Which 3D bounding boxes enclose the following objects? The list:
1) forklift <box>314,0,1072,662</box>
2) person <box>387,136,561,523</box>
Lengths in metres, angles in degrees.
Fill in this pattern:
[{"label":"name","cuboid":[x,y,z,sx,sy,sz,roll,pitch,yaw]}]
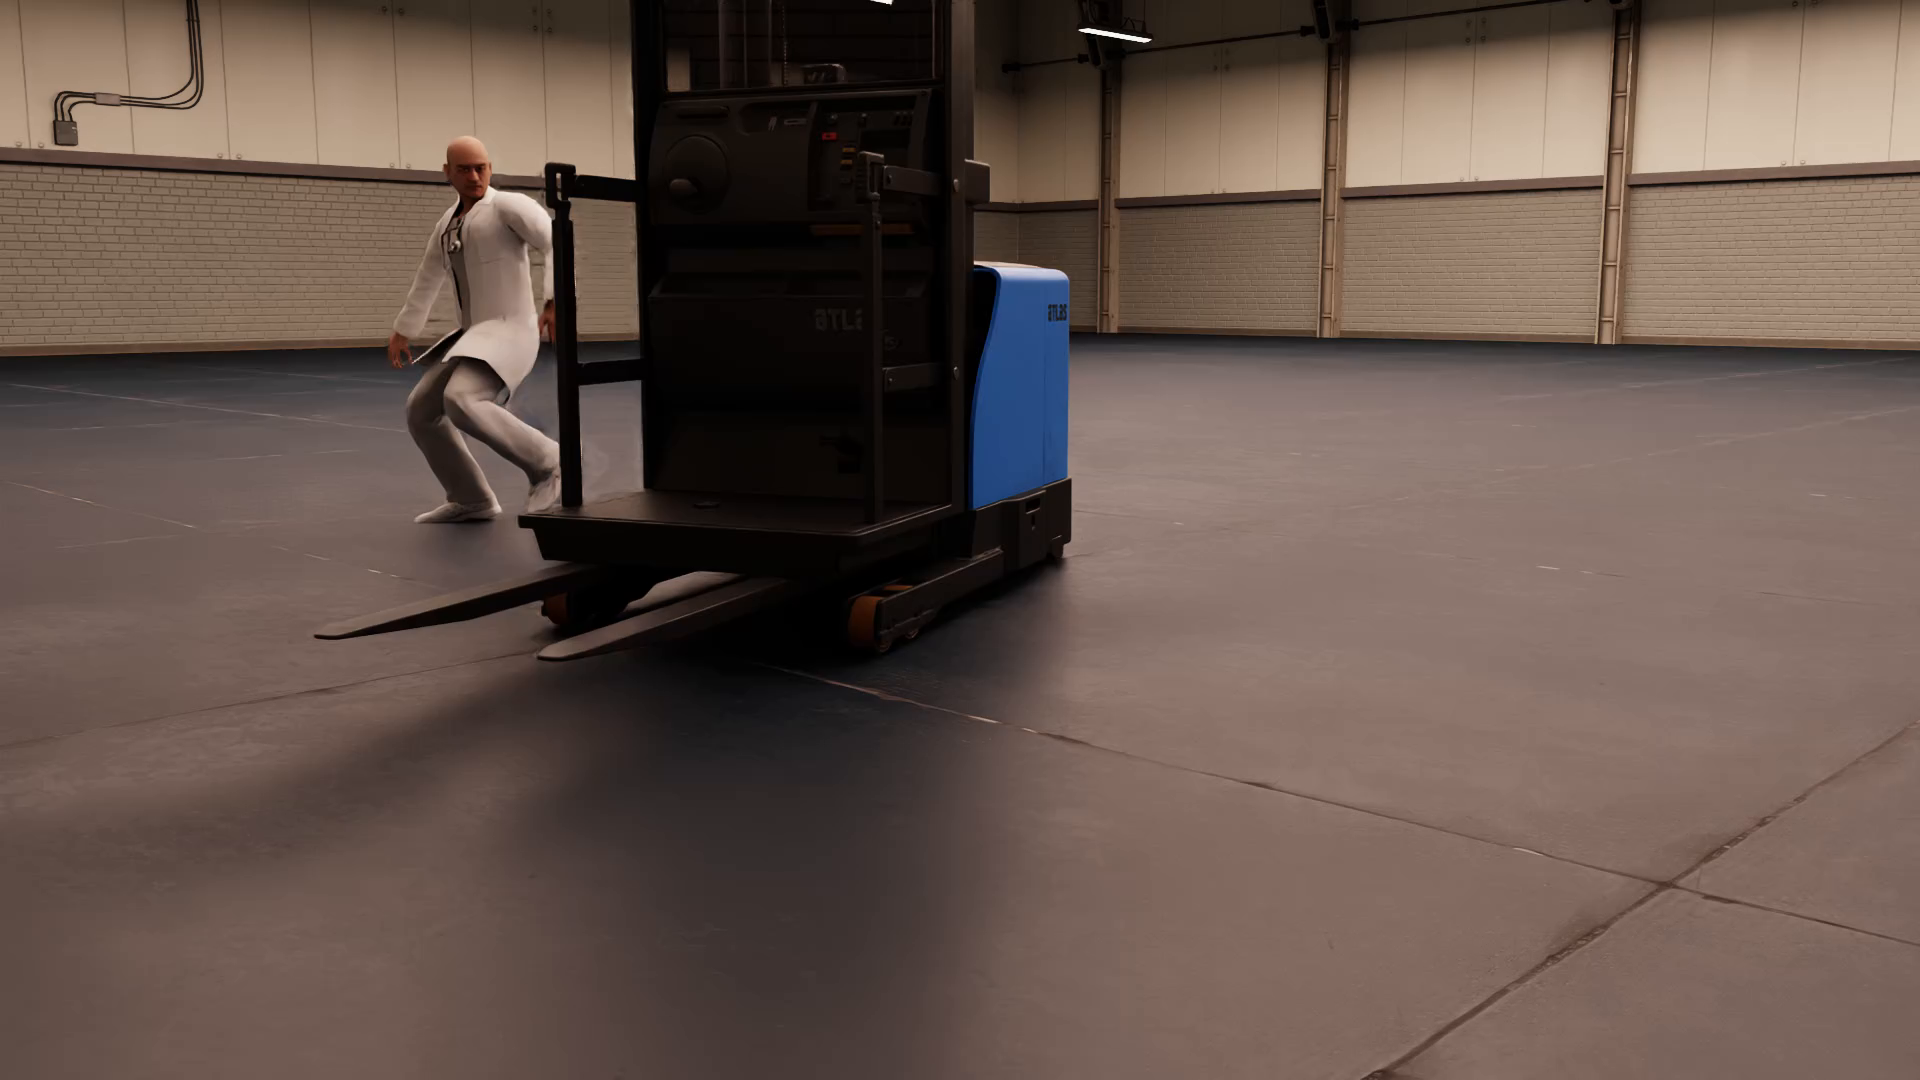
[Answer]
[{"label":"forklift","cuboid":[-0.602,-1.203,4.864,1.130,2.935,3.031,3,9,21]},{"label":"person","cuboid":[-2.035,-0.859,7.044,0.543,1.662,1.026,-7,11,-40]}]
